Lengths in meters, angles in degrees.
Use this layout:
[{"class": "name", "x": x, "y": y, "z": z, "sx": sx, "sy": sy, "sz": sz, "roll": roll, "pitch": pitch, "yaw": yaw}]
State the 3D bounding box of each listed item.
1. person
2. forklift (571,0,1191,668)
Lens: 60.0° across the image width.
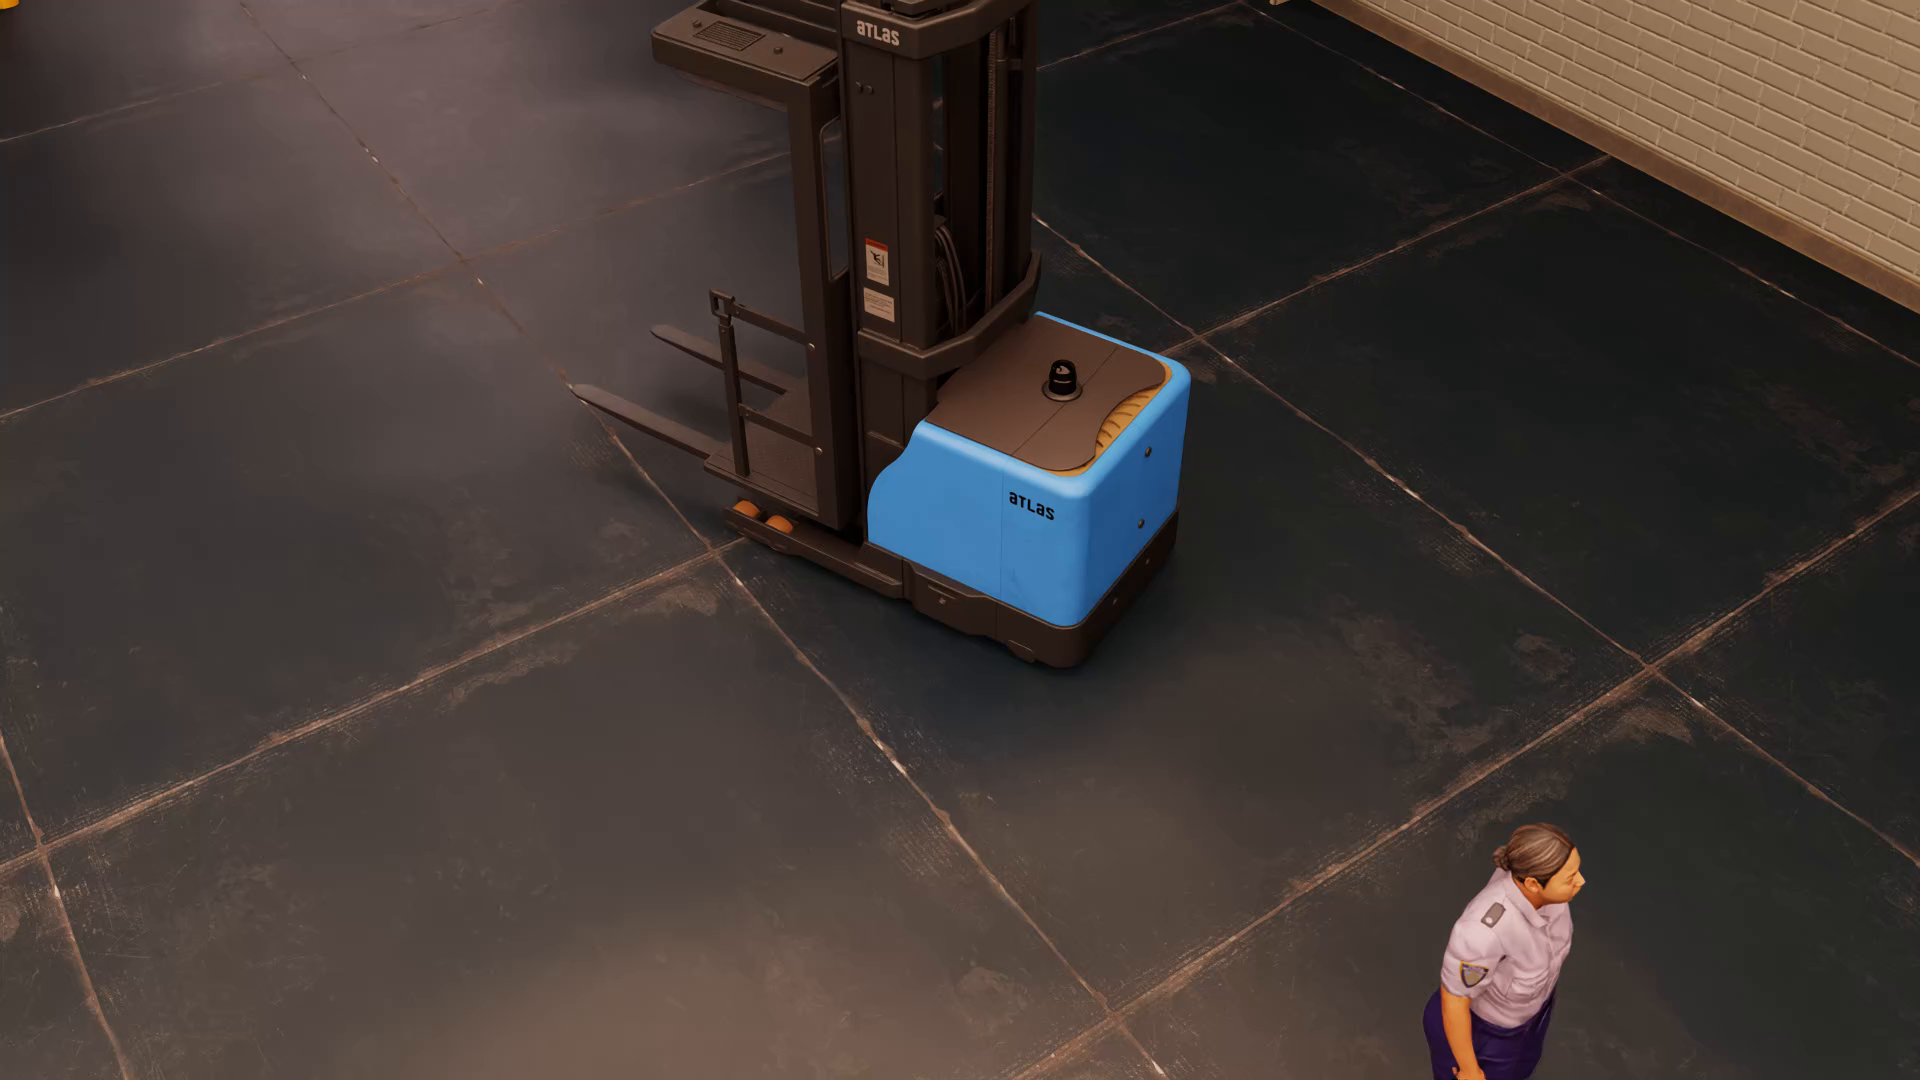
[{"class": "person", "x": 1.667, "y": 1.473, "z": 5.075, "sx": 0.434, "sy": 1.669, "sz": 0.559, "roll": 30, "pitch": 50, "yaw": 28}, {"class": "forklift", "x": -0.511, "y": -1.302, "z": 7.129, "sx": 3.031, "sy": 2.935, "sz": 1.130, "roll": 24, "pitch": 48, "yaw": 24}]
